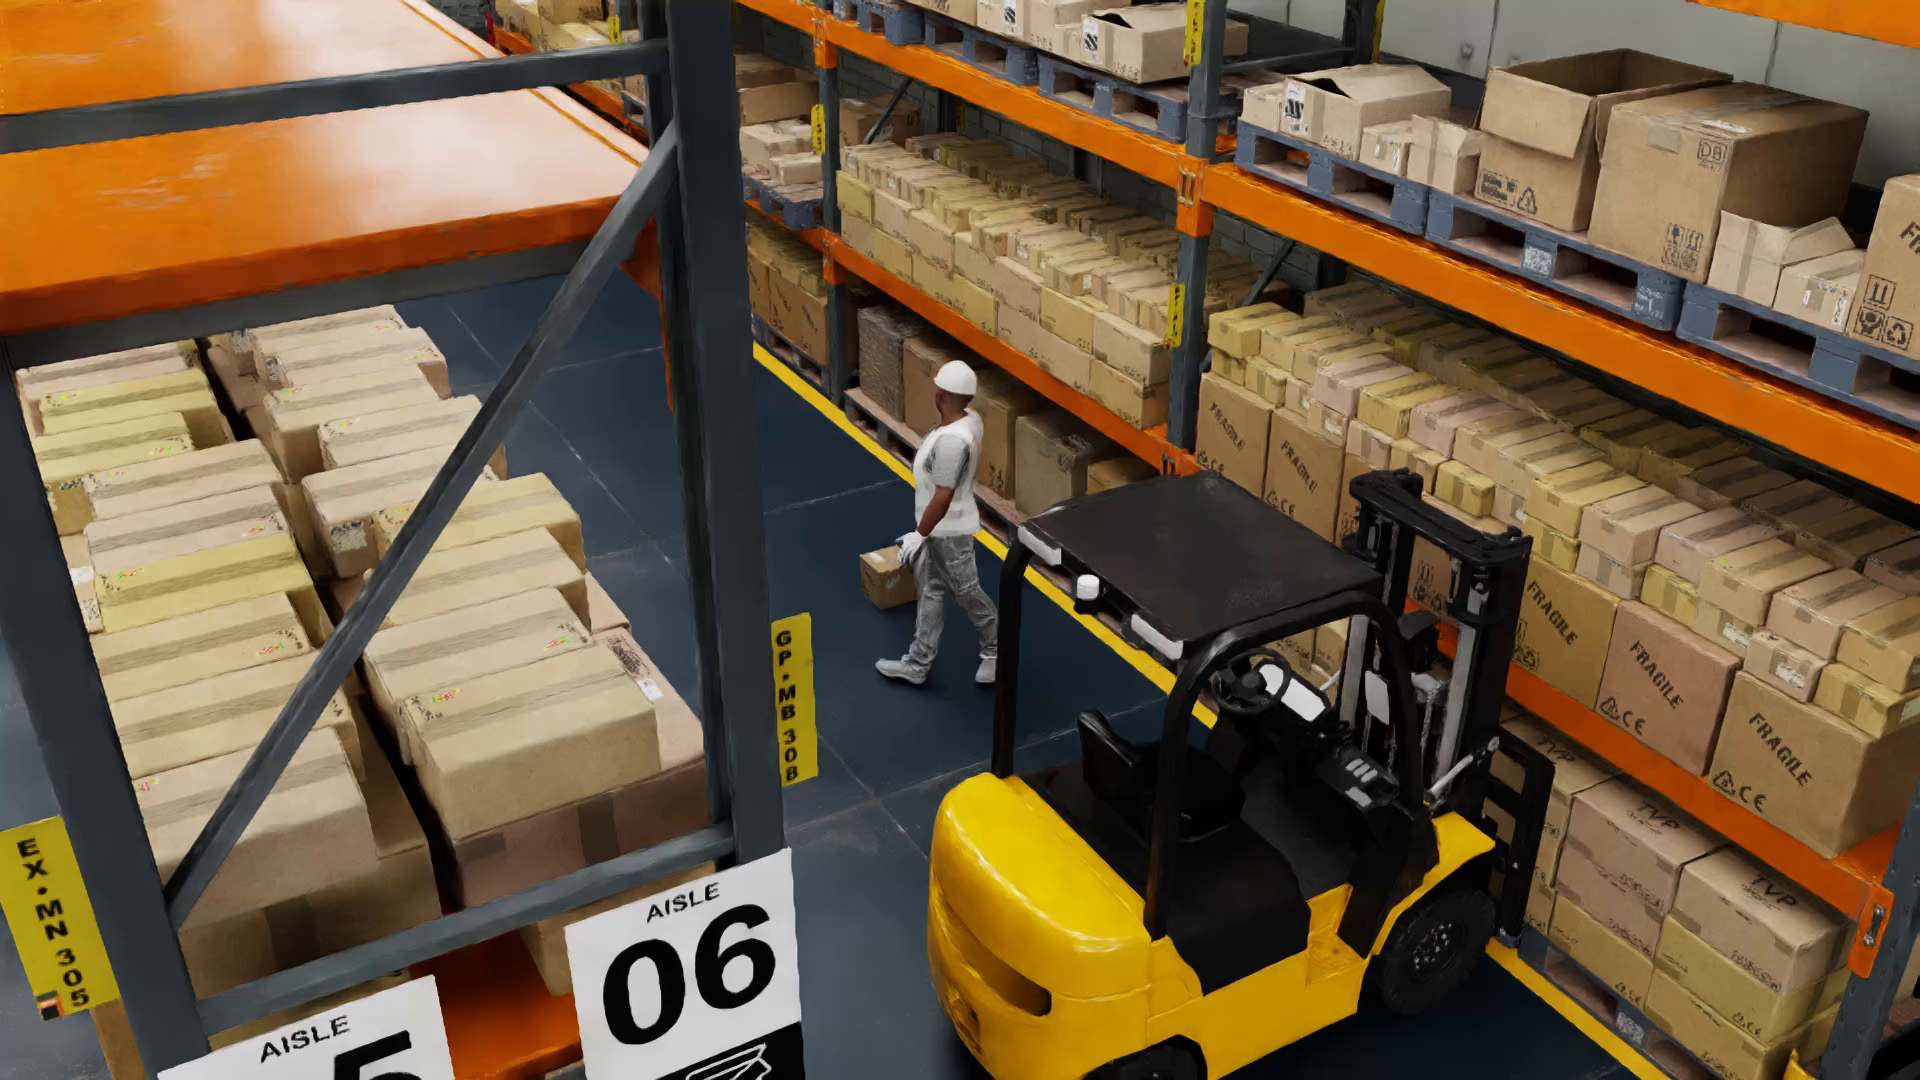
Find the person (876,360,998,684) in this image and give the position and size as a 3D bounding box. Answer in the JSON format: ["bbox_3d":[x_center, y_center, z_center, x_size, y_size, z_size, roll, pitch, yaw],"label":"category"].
[{"bbox_3d":[-0.103,-0.079,8.709,0.723,1.746,0.597,-4,29,-7],"label":"person"}]
